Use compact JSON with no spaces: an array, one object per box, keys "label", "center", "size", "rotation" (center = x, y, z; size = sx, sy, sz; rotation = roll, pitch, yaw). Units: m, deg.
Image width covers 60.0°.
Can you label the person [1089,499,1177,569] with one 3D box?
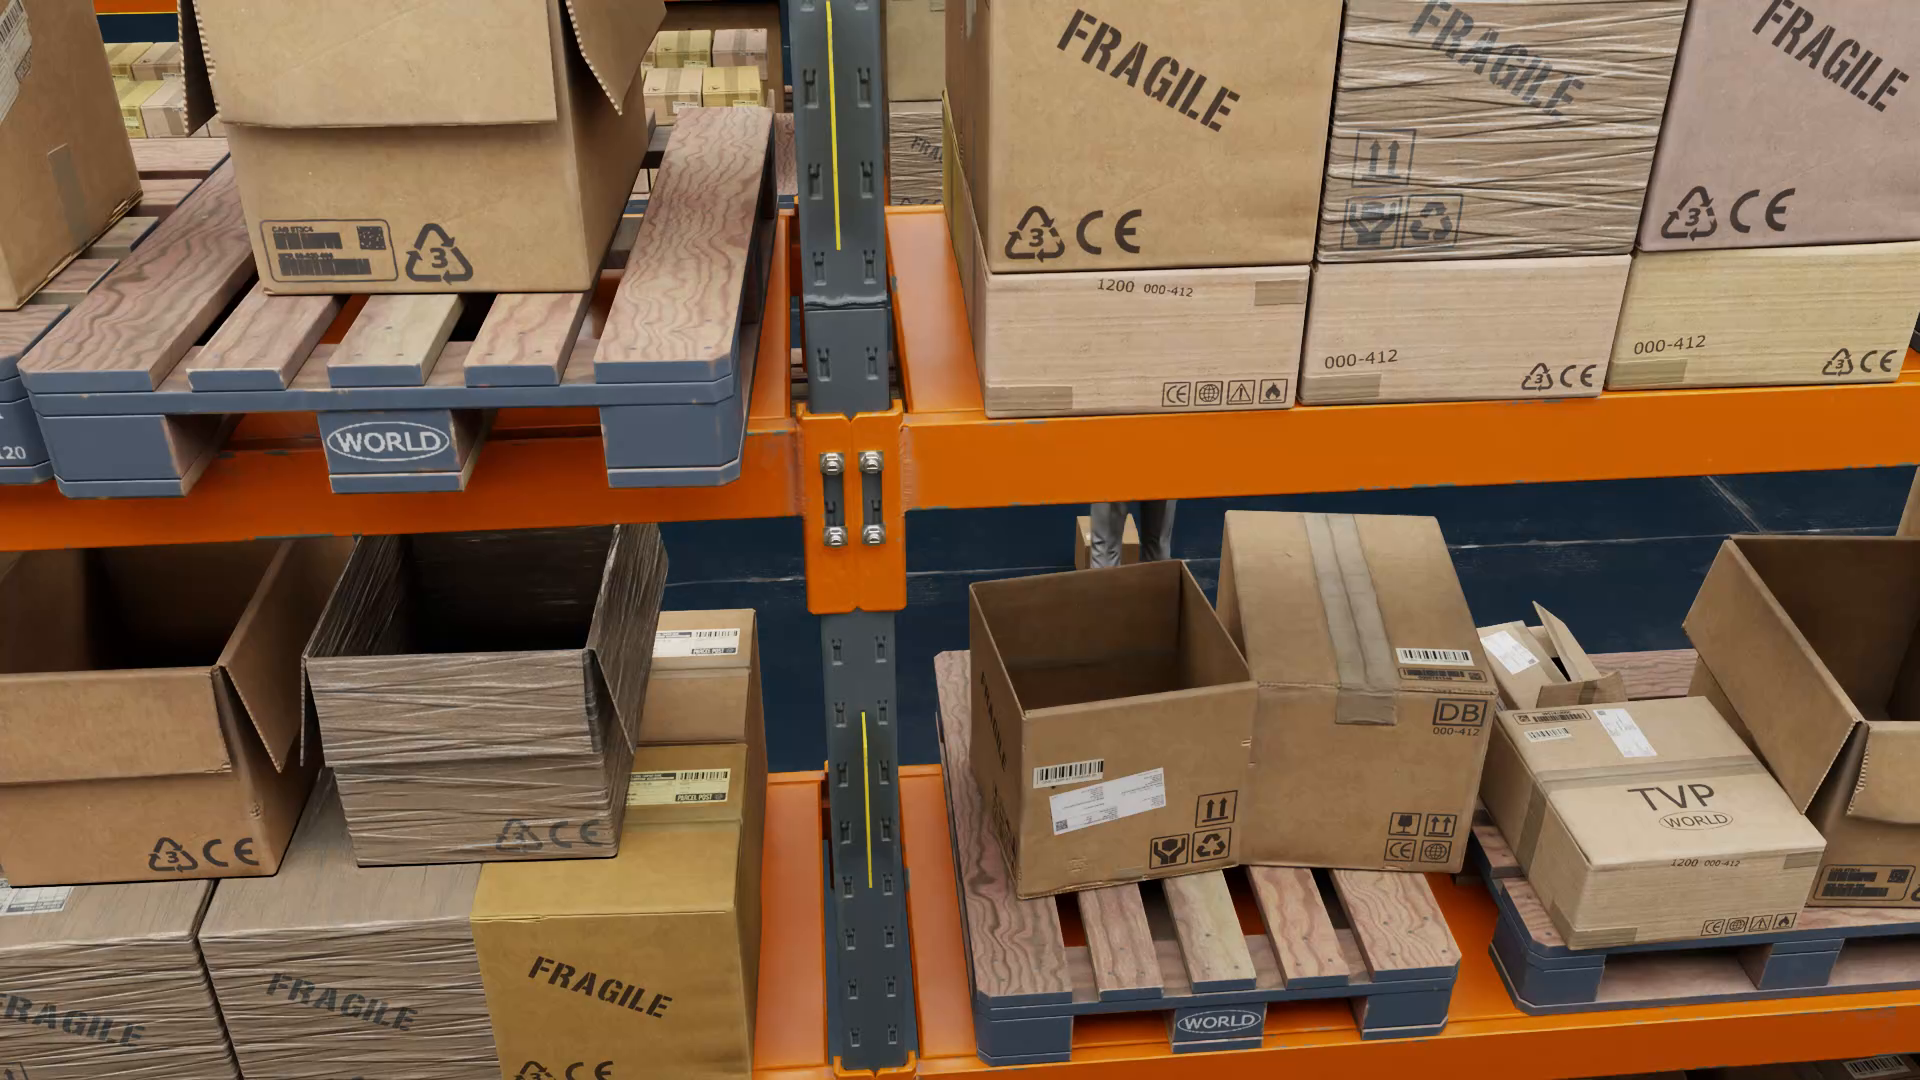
[{"label":"person","center":[0.704,-0.326,6.645],"size":[0.495,1.687,0.550],"rotation":[0,31,1]}]
